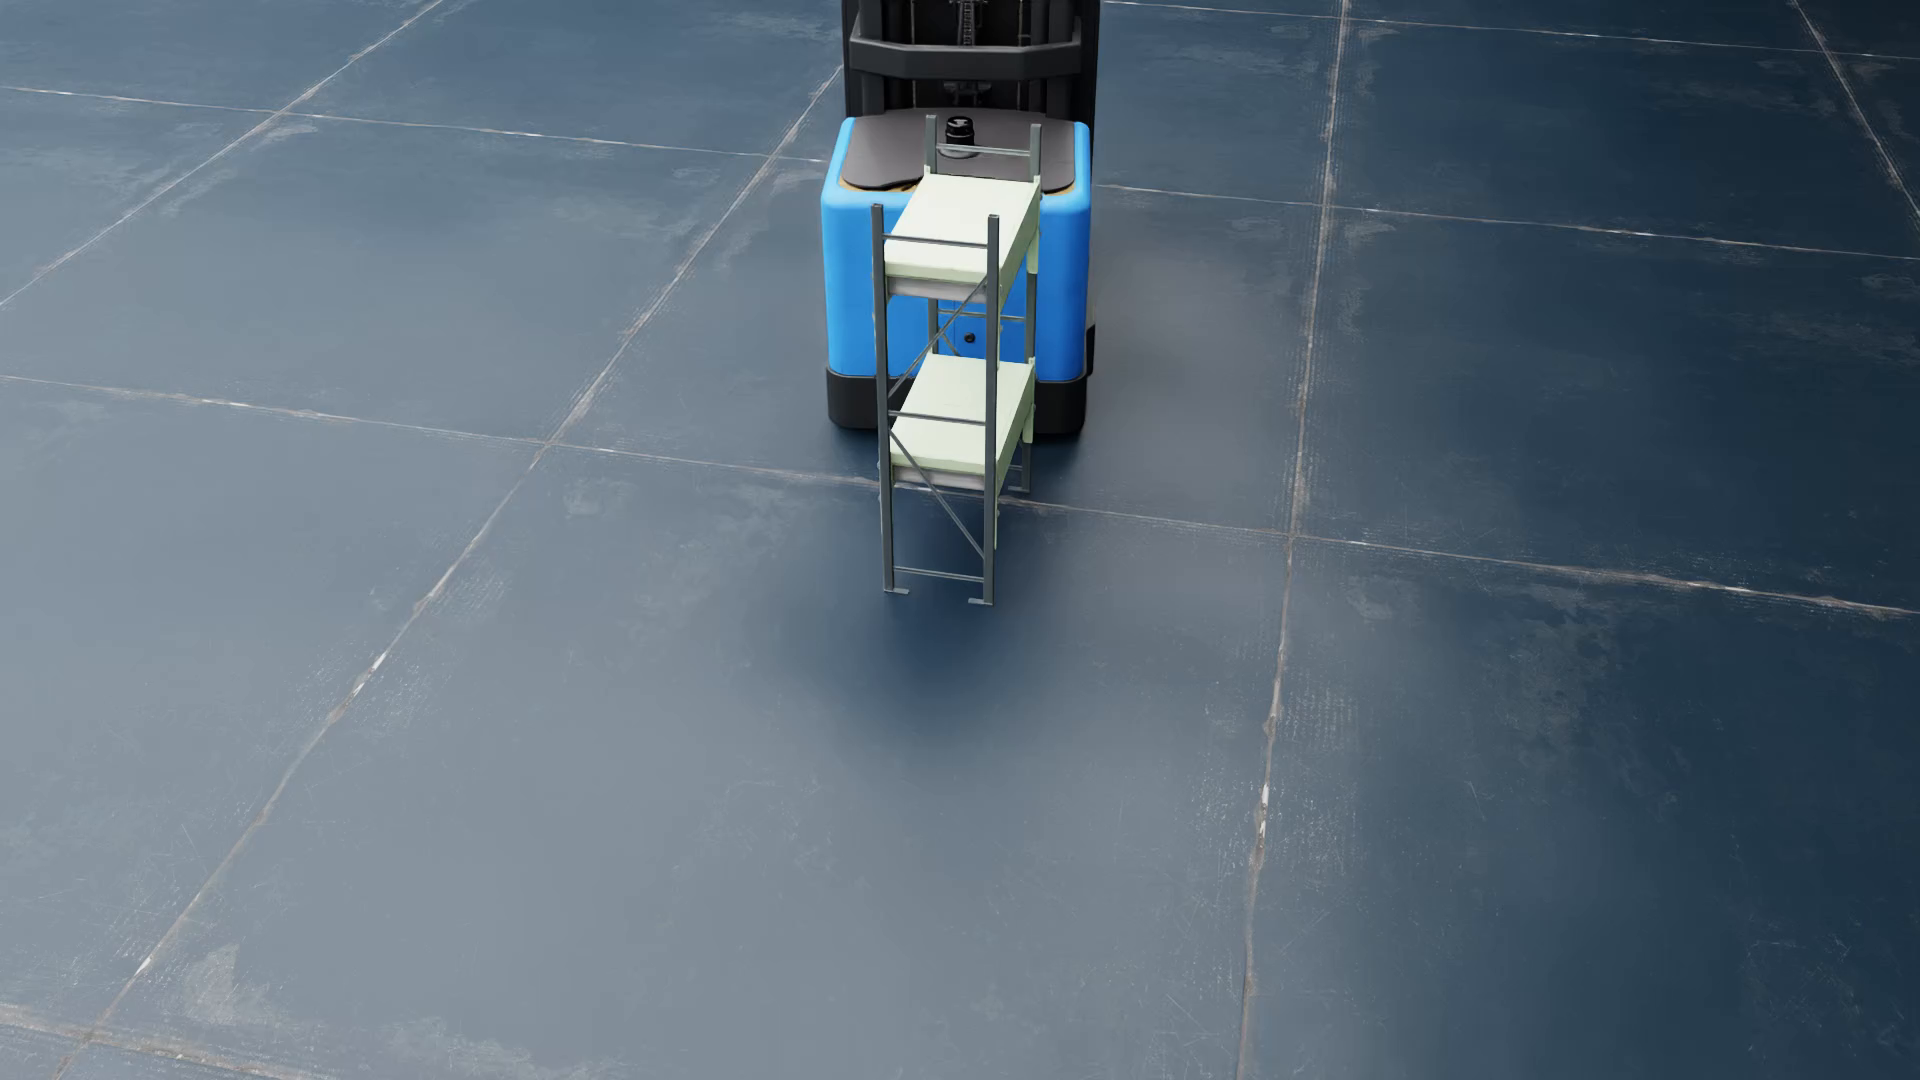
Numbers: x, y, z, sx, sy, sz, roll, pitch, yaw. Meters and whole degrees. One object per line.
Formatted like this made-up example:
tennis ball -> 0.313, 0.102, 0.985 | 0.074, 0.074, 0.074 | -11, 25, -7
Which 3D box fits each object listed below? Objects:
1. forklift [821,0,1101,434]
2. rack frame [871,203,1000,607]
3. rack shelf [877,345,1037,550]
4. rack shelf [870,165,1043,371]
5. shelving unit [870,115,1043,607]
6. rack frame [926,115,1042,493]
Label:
forklift -> 0.059, -2.456, 7.141 | 1.130, 2.935, 3.031 | 2, 36, 2
rack frame -> -0.077, -0.401, 5.526 | 0.400, 1.500, 0.023 | 7, 37, 10
rack shelf -> 0.001, -0.347, 6.006 | 0.431, 0.370, 0.720 | 7, 37, 10
rack shelf -> 0.001, -0.927, 5.586 | 0.431, 0.370, 0.720 | 7, 37, 10
shelving unit -> 0.001, -0.611, 5.815 | 0.431, 1.500, 0.755 | 7, 37, 10
rack frame -> 0.080, -0.821, 6.105 | 0.400, 1.500, 0.023 | 7, 37, 10
